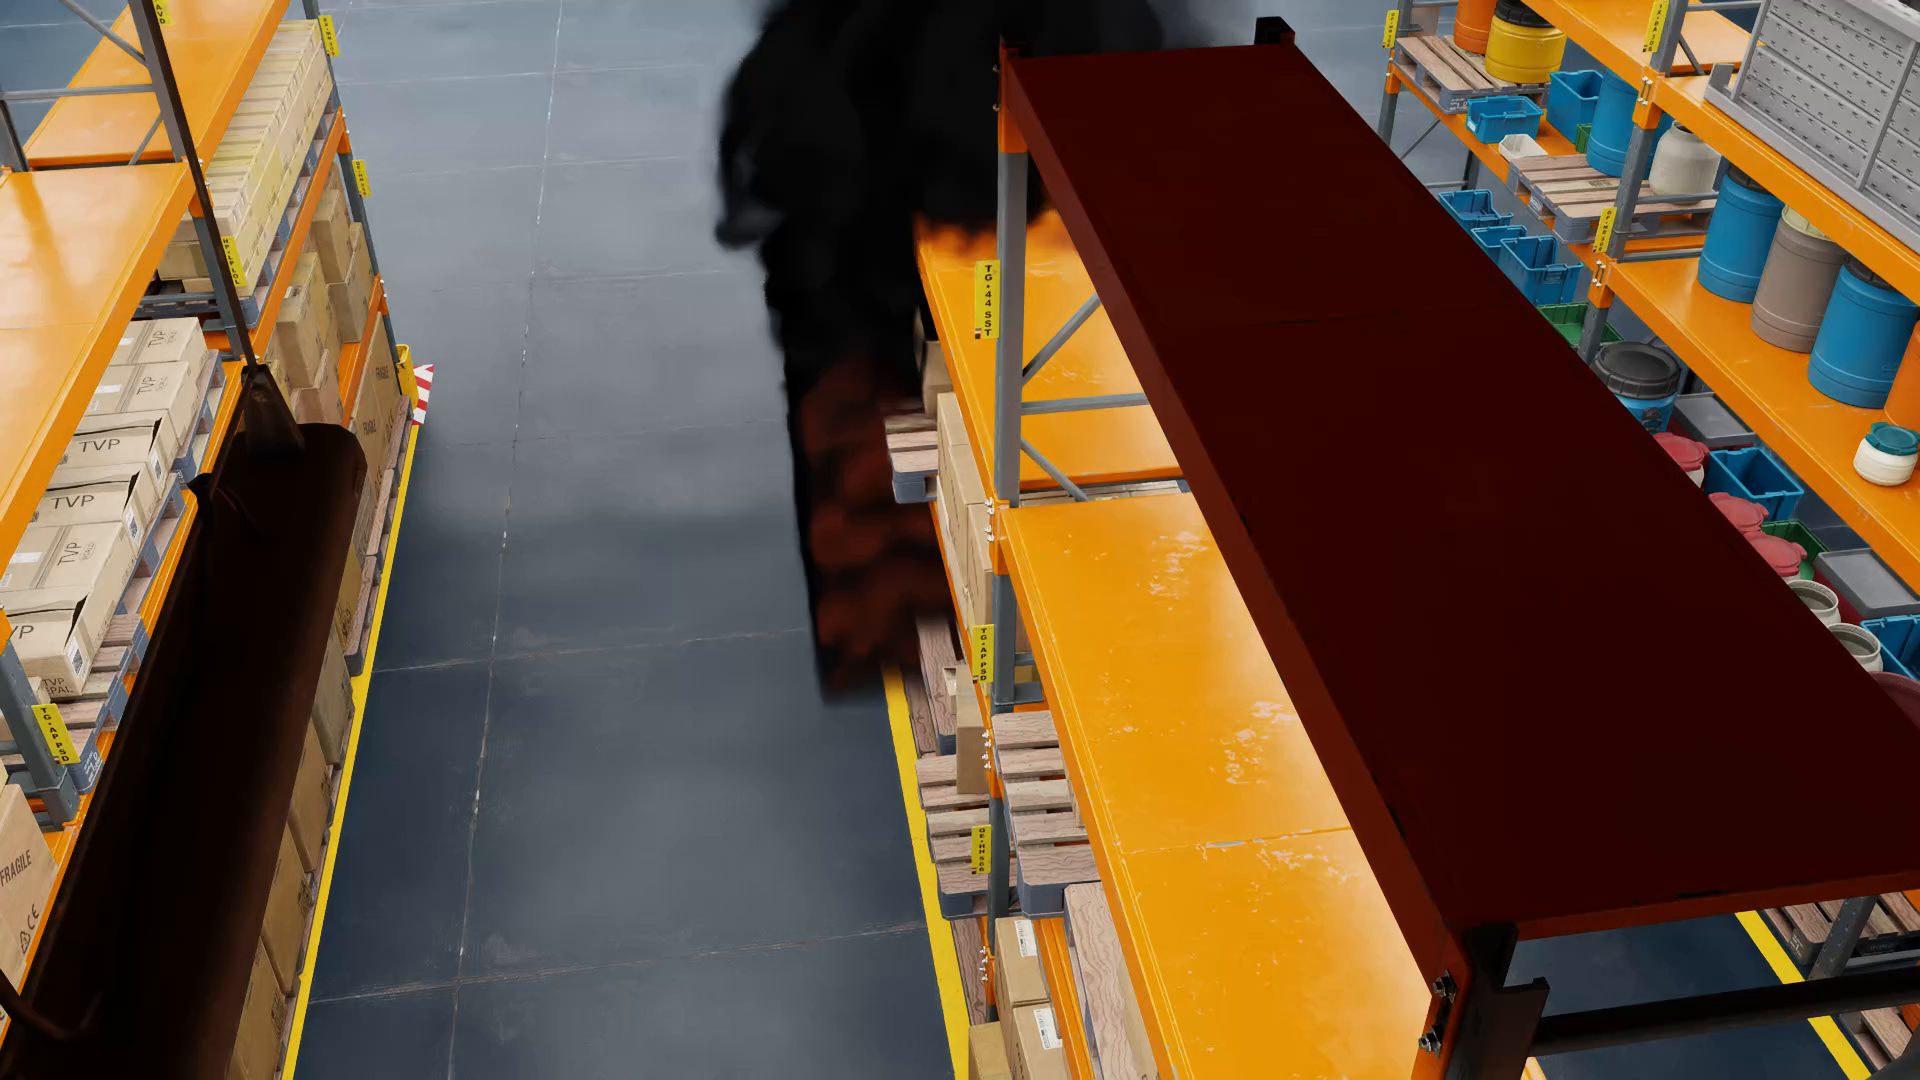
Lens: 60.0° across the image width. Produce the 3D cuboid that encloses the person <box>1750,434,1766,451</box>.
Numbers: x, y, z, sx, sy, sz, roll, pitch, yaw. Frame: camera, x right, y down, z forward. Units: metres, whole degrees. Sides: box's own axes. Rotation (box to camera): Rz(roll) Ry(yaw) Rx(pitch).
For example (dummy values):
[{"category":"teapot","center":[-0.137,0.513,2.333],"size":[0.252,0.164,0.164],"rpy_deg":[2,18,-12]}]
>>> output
[{"category":"person","center":[6.245,-1.076,12.931],"size":[0.701,1.819,0.911],"rpy_deg":[-7,37,-9]}]
